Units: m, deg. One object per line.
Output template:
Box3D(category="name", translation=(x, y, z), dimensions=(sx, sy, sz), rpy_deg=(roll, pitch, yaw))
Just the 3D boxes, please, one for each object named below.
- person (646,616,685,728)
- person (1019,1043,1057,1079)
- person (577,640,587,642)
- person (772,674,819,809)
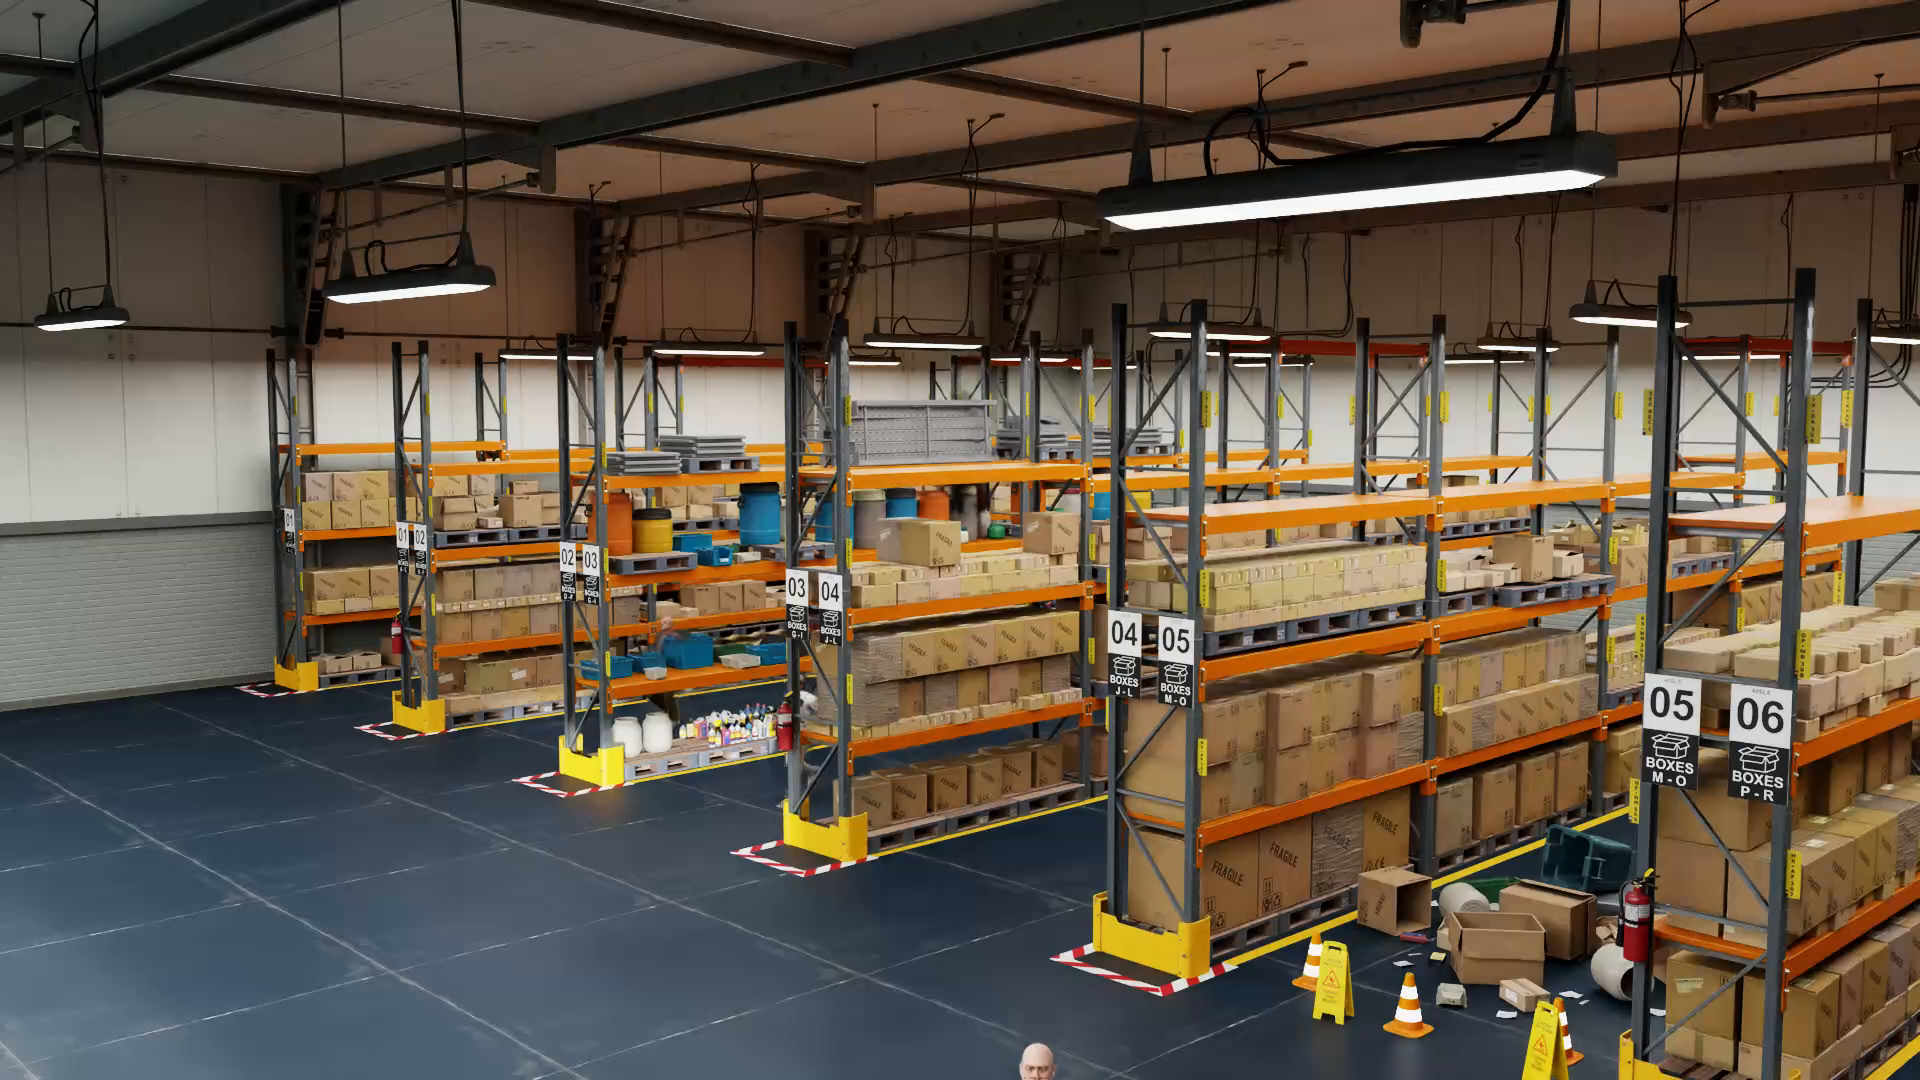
Box3D(category="person", translation=(-4.558, 2.052, 25.792), dimensions=(0.765, 1.752, 0.609), rpy_deg=(4, 6, 36))
Box3D(category="person", translation=(0.397, 3.527, 8.793), dimensions=(0.720, 1.751, 0.963), rpy_deg=(1, 5, 6))
Box3D(category="person", translation=(-6.693, 1.738, 29.630), dimensions=(0.662, 1.739, 0.598), rpy_deg=(4, 6, 37))
Box3D(category="person", translation=(-2.055, 2.513, 21.161), dimensions=(0.614, 1.665, 0.900), rpy_deg=(4, 6, 36))
